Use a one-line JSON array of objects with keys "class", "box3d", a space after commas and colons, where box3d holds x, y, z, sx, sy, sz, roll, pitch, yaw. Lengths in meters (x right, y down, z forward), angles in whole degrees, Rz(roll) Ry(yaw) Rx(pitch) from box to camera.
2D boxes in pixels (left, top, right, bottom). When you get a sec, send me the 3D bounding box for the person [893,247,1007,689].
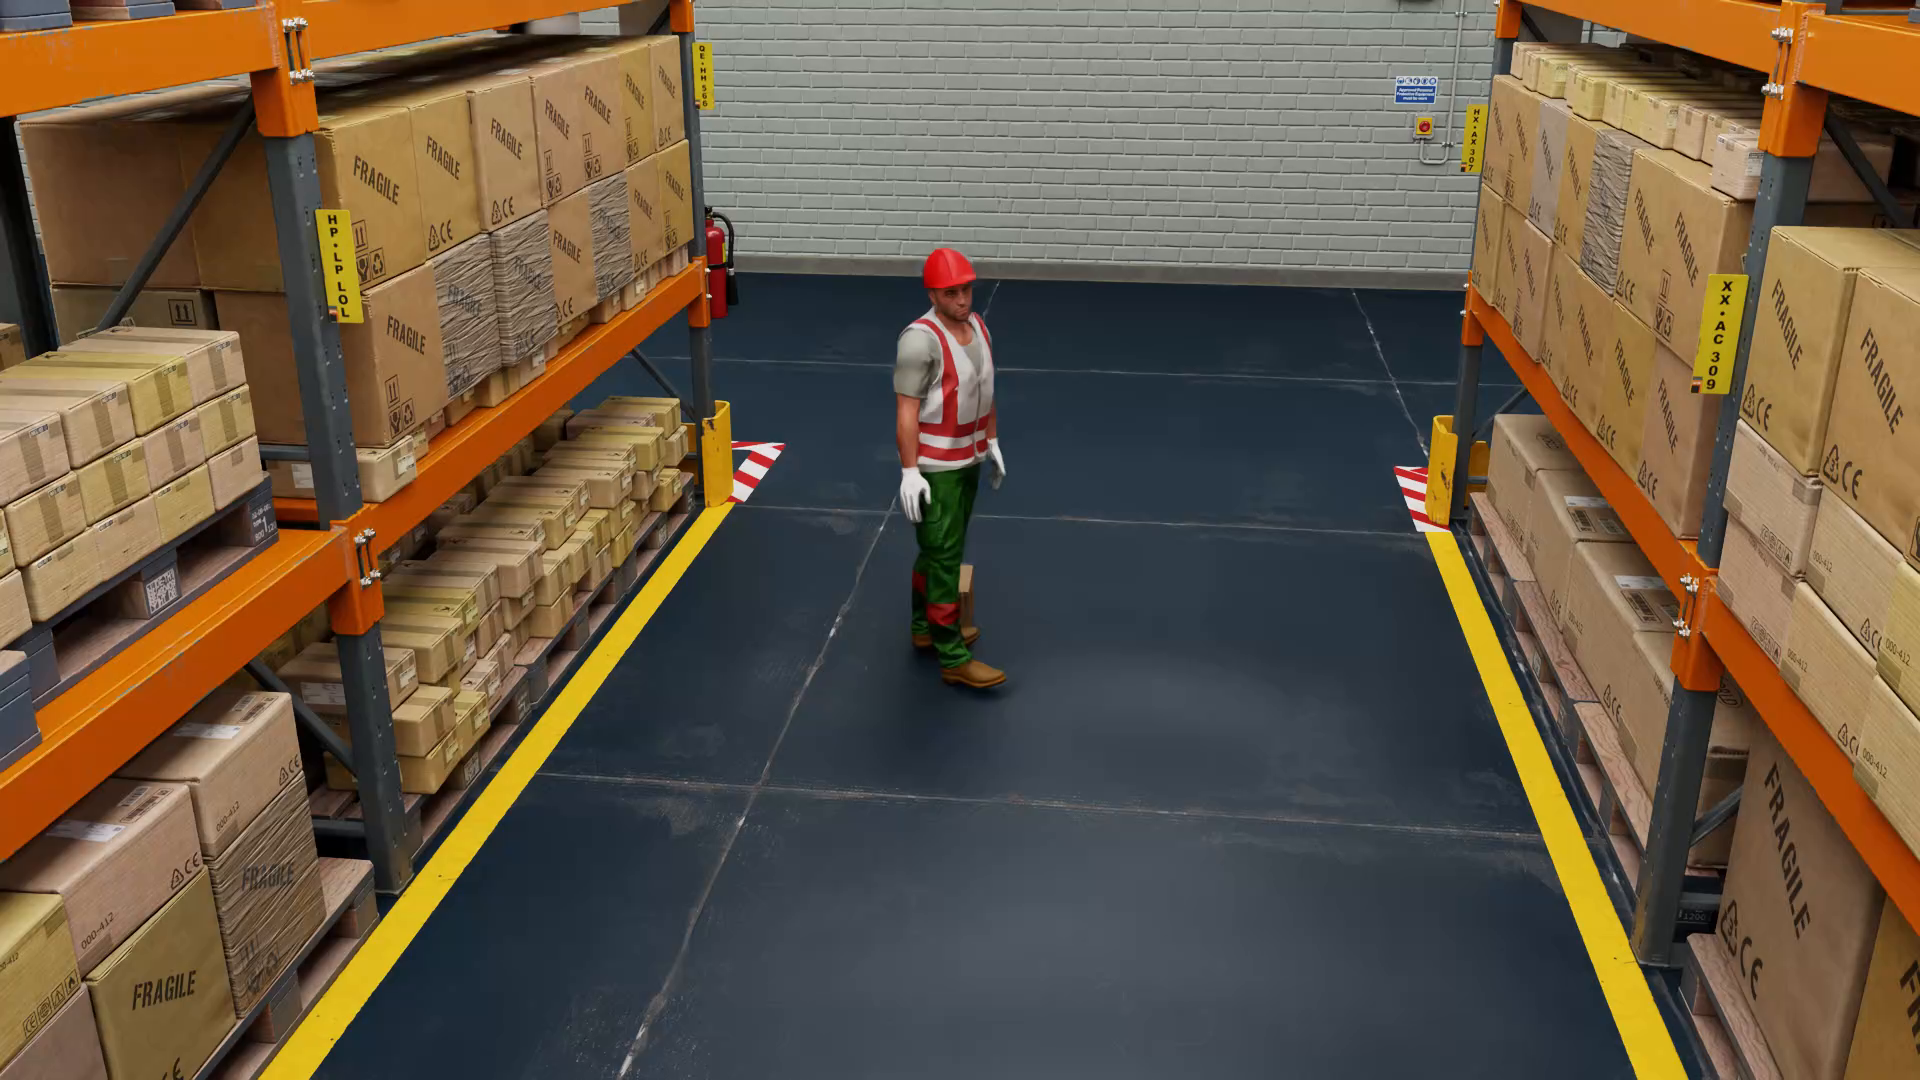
[{"class": "person", "box3d": [-0.018, -0.290, 6.739, 0.587, 1.786, 0.646, 12, 24, 28]}]
